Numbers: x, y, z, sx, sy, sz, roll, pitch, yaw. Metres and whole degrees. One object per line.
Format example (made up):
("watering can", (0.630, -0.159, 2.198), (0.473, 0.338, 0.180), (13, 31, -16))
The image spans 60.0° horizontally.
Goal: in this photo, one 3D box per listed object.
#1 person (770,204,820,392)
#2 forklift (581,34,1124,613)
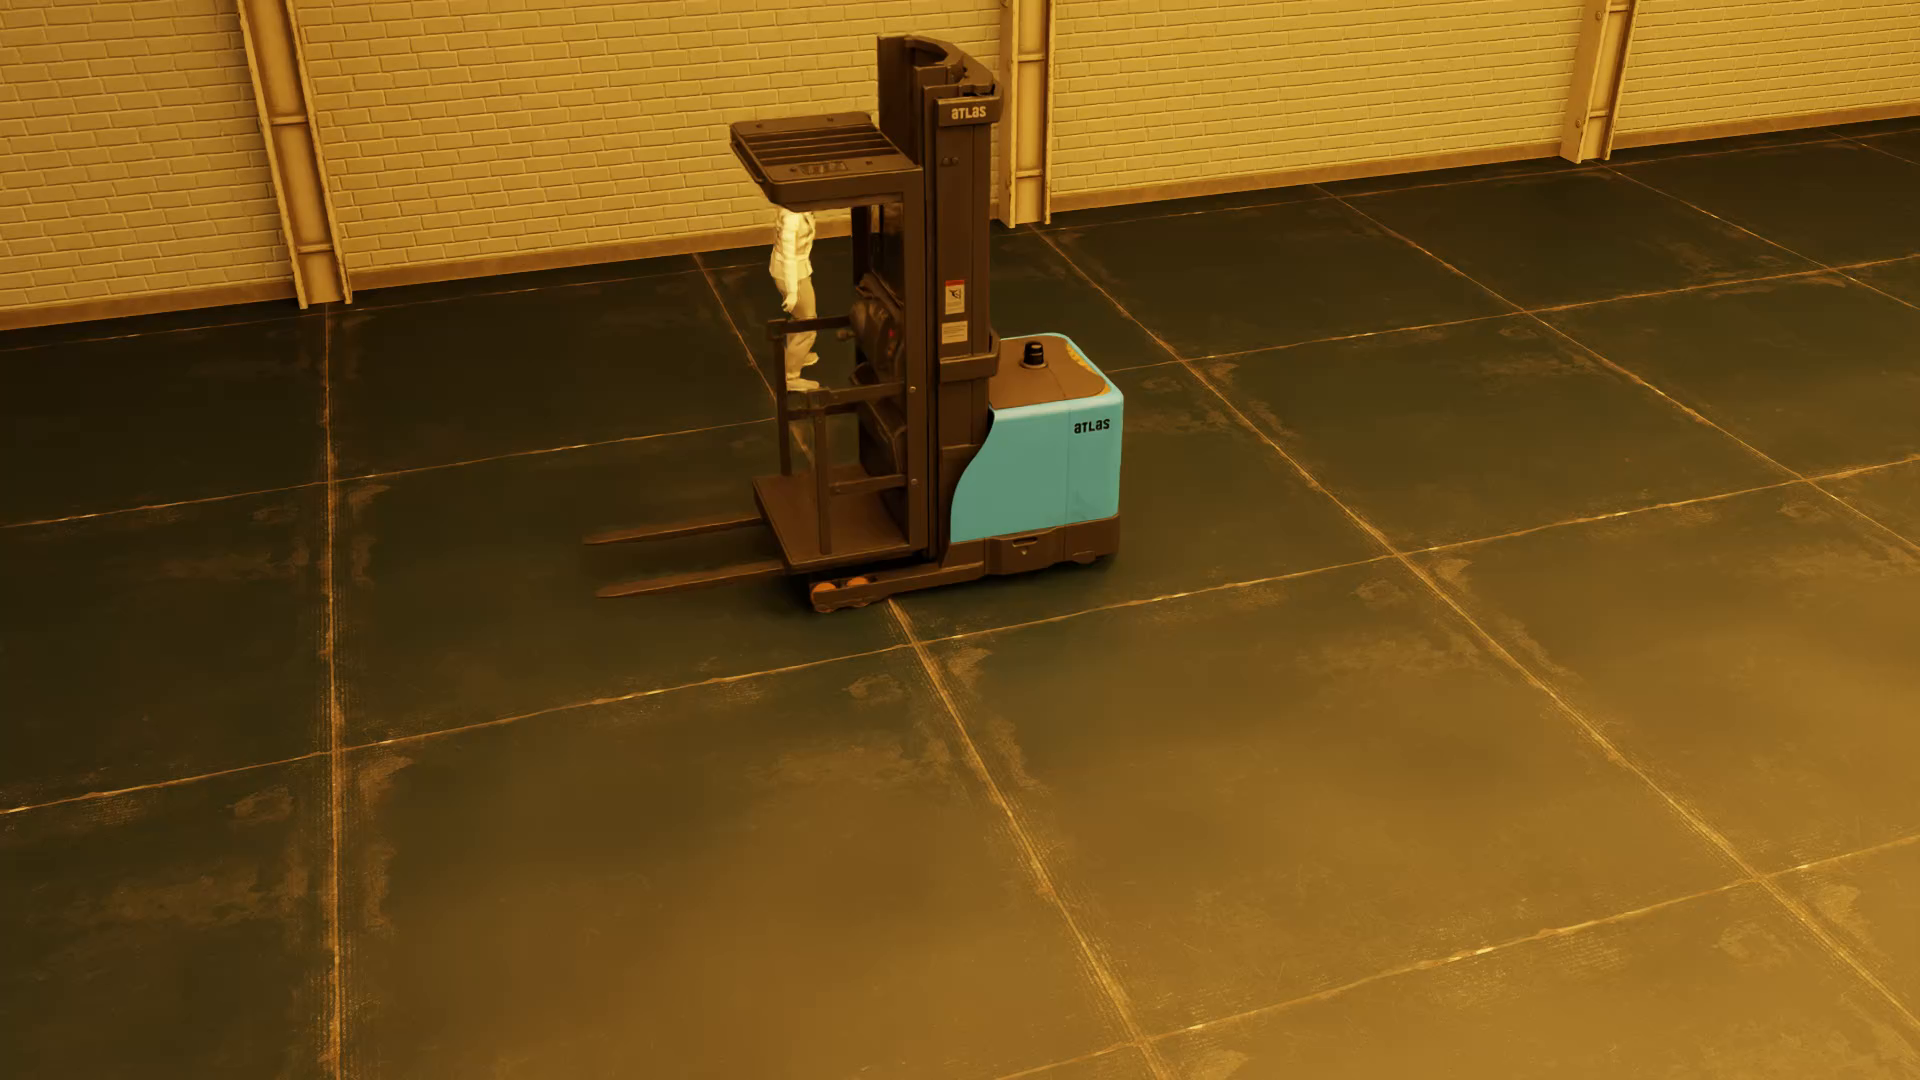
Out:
("person", (-1.141, -1.856, 11.619), (0.373, 1.638, 0.781), (-6, 30, -10))
("forklift", (-0.640, -1.157, 9.097), (3.031, 2.935, 1.130), (-9, 31, -15))
